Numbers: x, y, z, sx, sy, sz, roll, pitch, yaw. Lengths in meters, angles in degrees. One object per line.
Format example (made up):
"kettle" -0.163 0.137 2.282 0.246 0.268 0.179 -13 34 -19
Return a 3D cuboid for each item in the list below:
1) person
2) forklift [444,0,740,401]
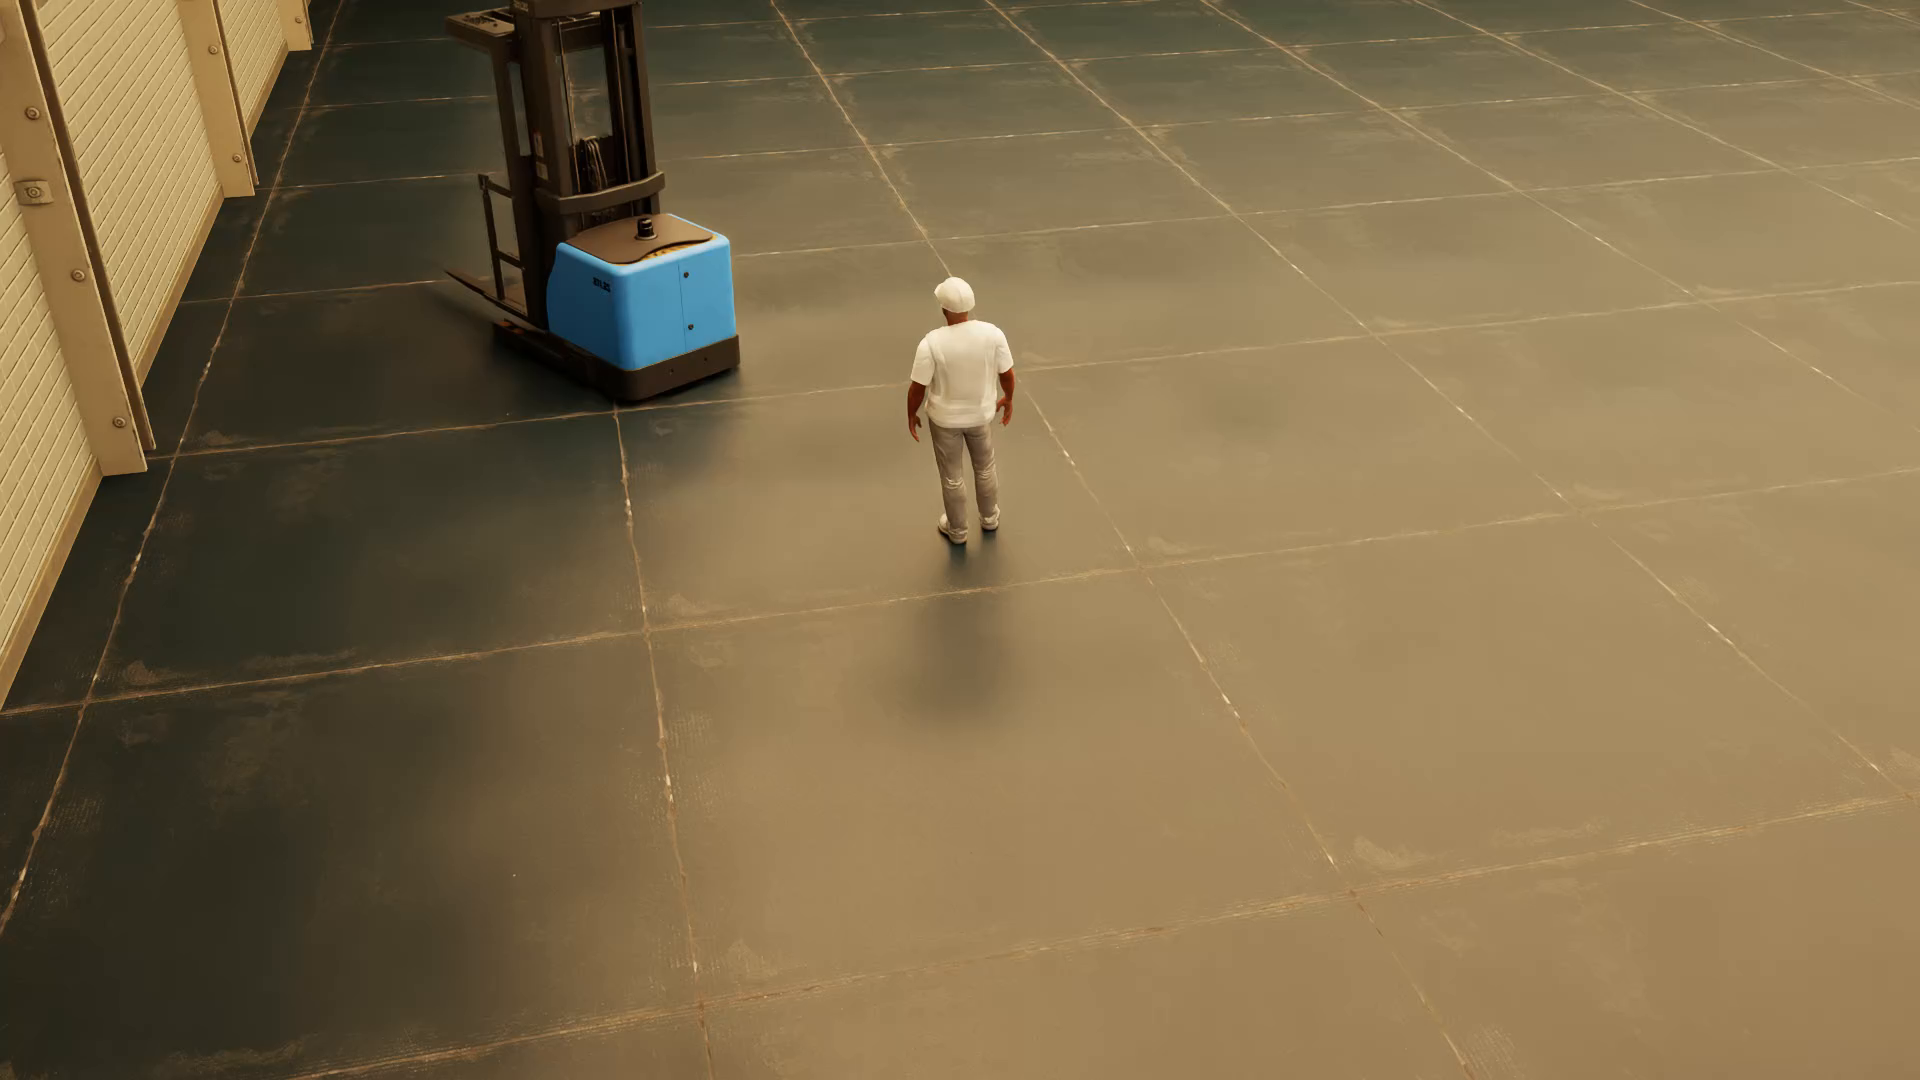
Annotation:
"person" -0.012 -0.805 10.114 0.666 1.768 0.575 -7 31 -12
"forklift" -3.059 -2.927 12.630 1.130 2.935 3.031 -26 39 -37
